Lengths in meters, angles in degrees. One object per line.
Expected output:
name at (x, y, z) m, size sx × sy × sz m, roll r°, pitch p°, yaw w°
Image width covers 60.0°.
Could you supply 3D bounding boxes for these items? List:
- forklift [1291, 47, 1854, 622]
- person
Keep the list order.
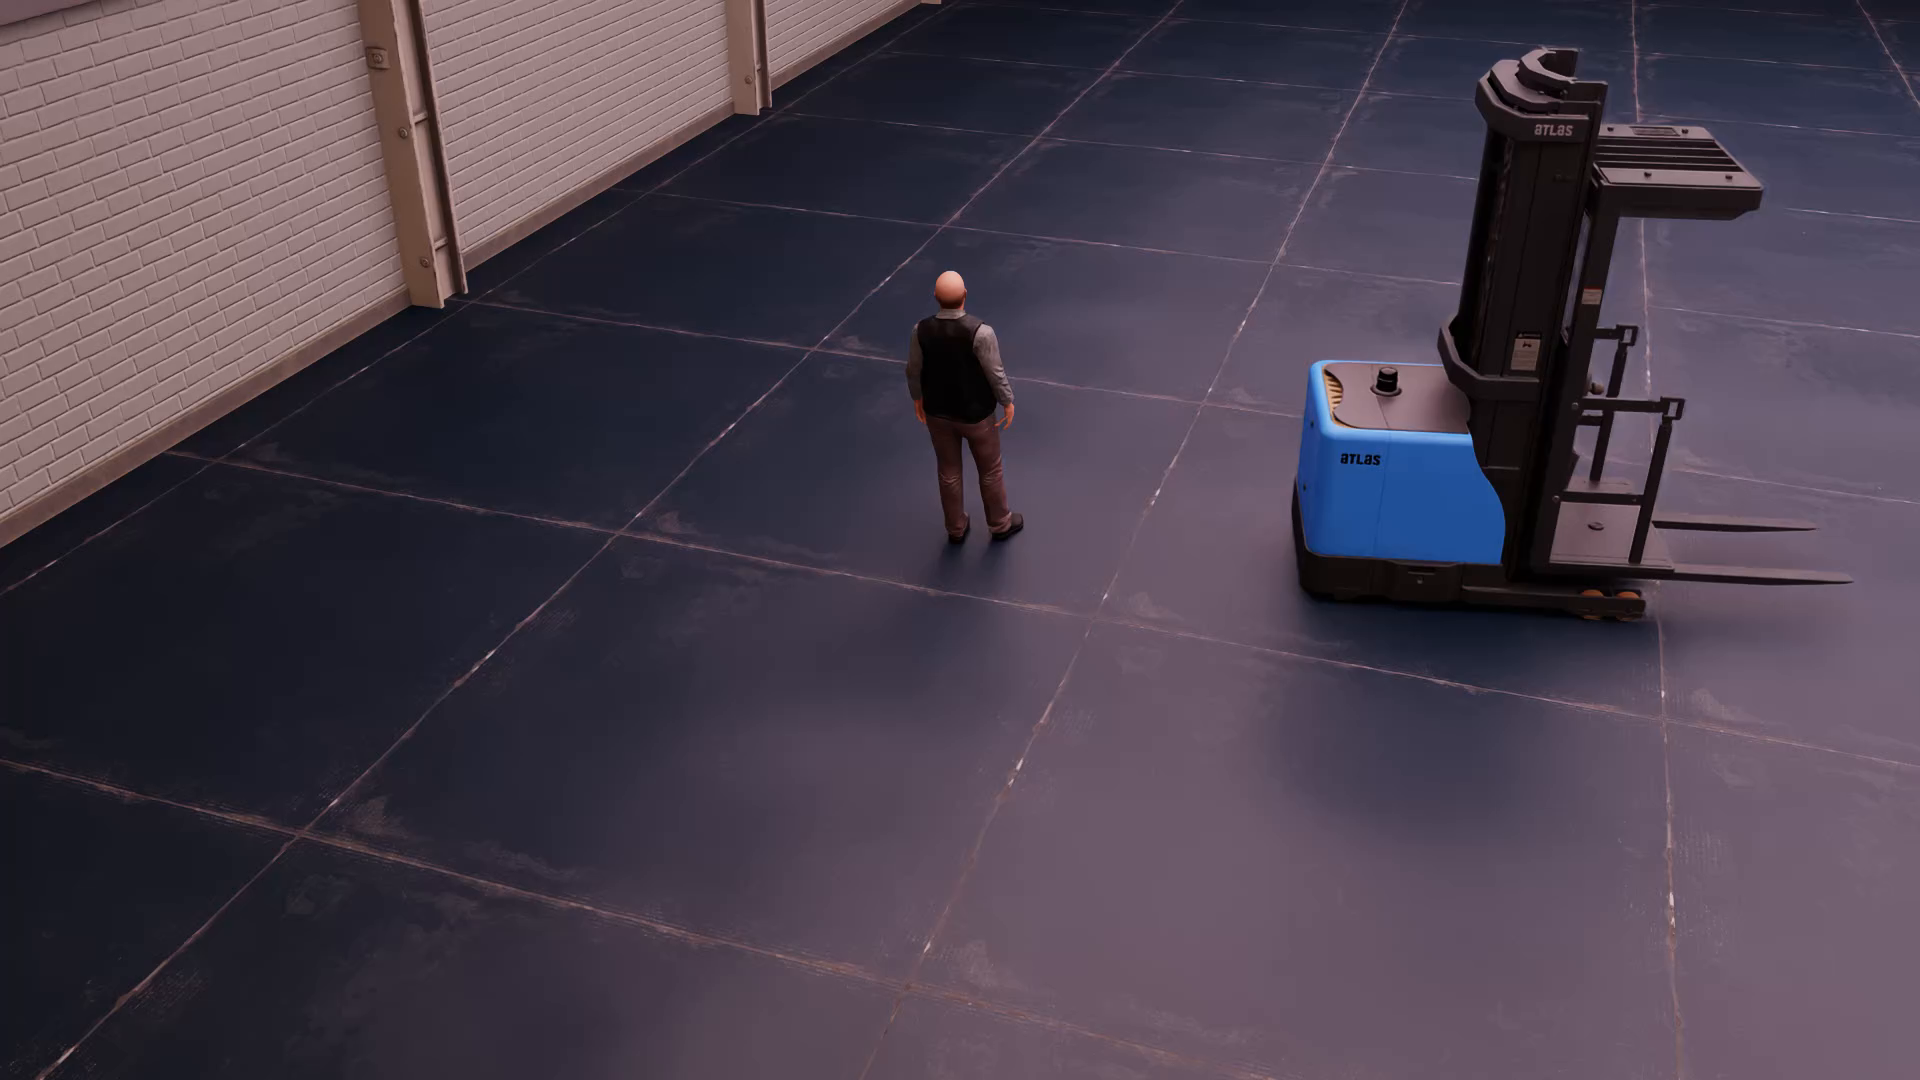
forklift at (3.503, -1.095, 9.058) m, size 3.031 × 2.935 × 1.130 m, roll 3°, pitch 30°, yaw 5°
person at (0.028, -0.782, 9.715) m, size 0.632 × 1.720 × 0.568 m, roll 10°, pitch 31°, yaw 16°
